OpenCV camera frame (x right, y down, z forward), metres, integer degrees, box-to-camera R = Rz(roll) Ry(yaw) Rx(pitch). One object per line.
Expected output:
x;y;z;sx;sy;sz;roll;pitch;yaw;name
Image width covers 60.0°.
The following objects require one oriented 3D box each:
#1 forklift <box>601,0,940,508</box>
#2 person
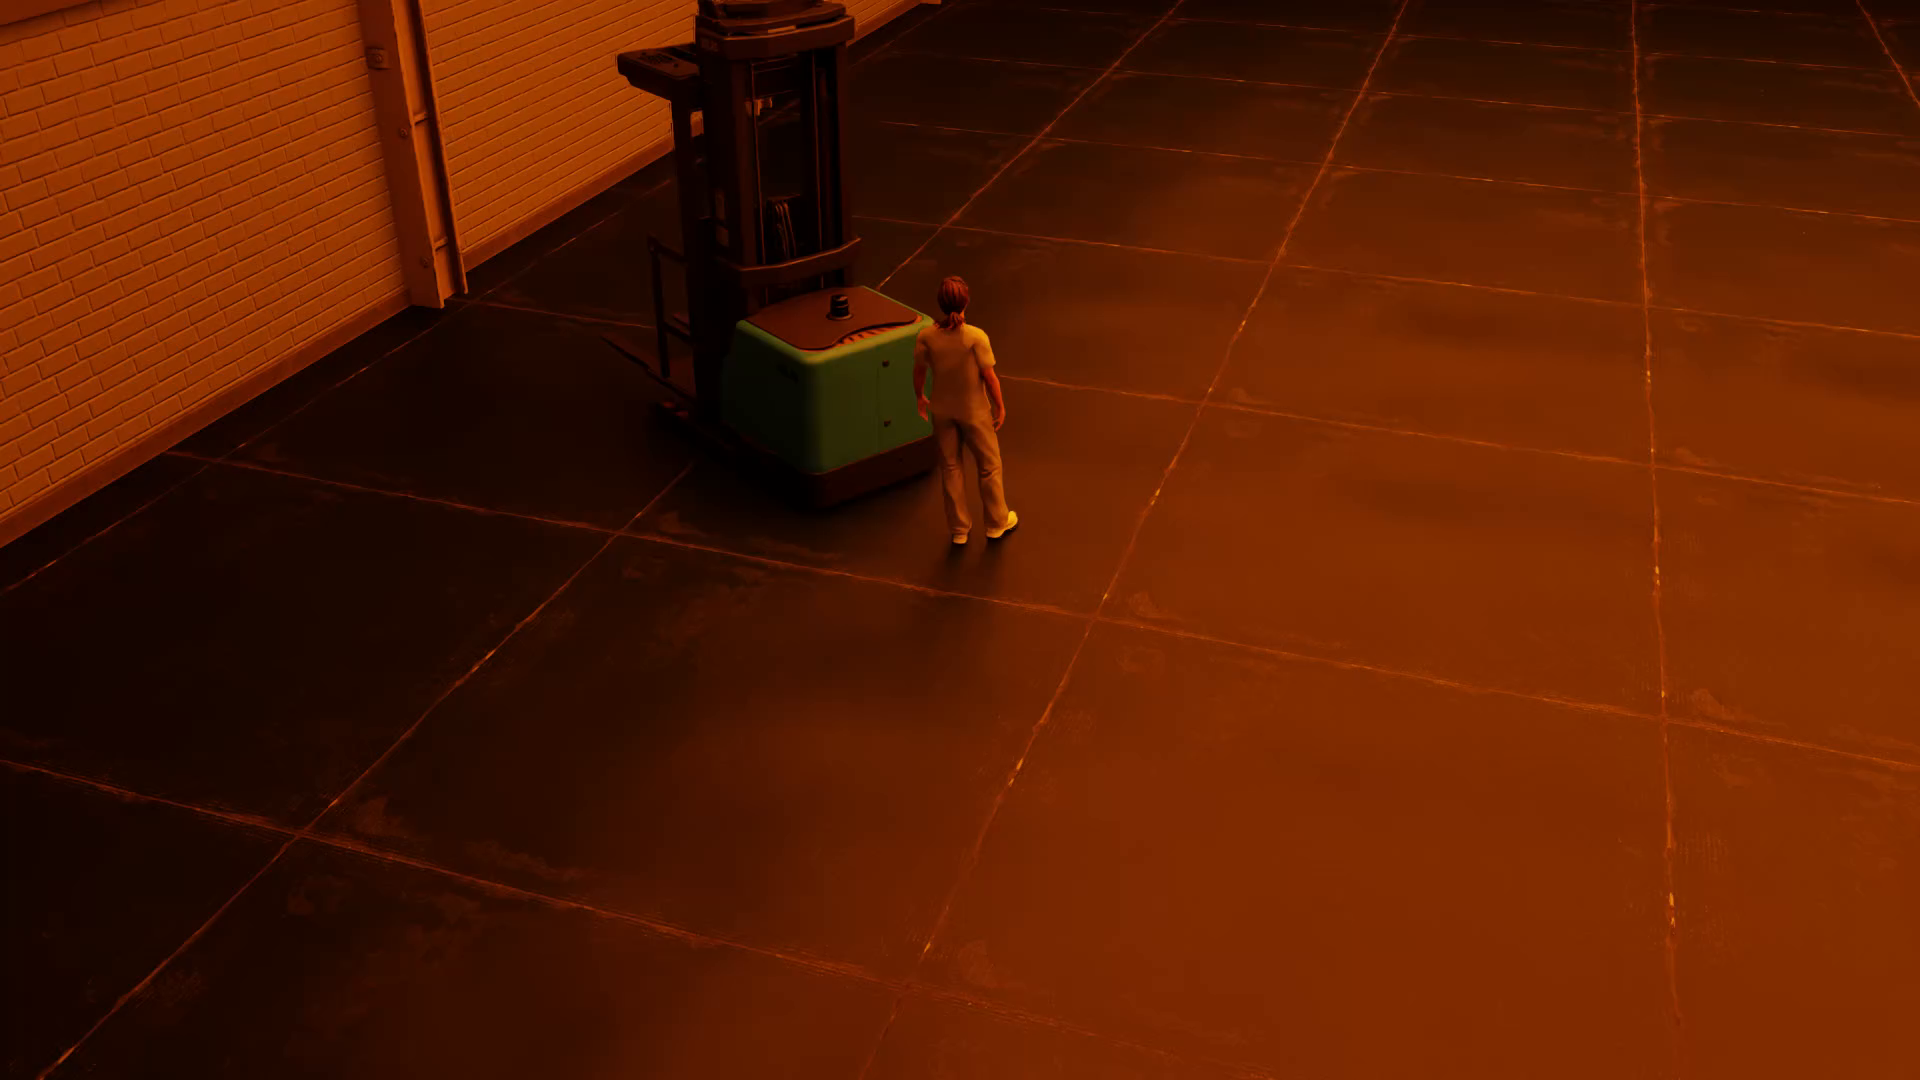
-1.450;-2.129;10.871;1.130;2.935;3.031;-22;36;-33;forklift
0.019;-0.775;9.762;0.571;1.675;0.521;9;31;15;person
